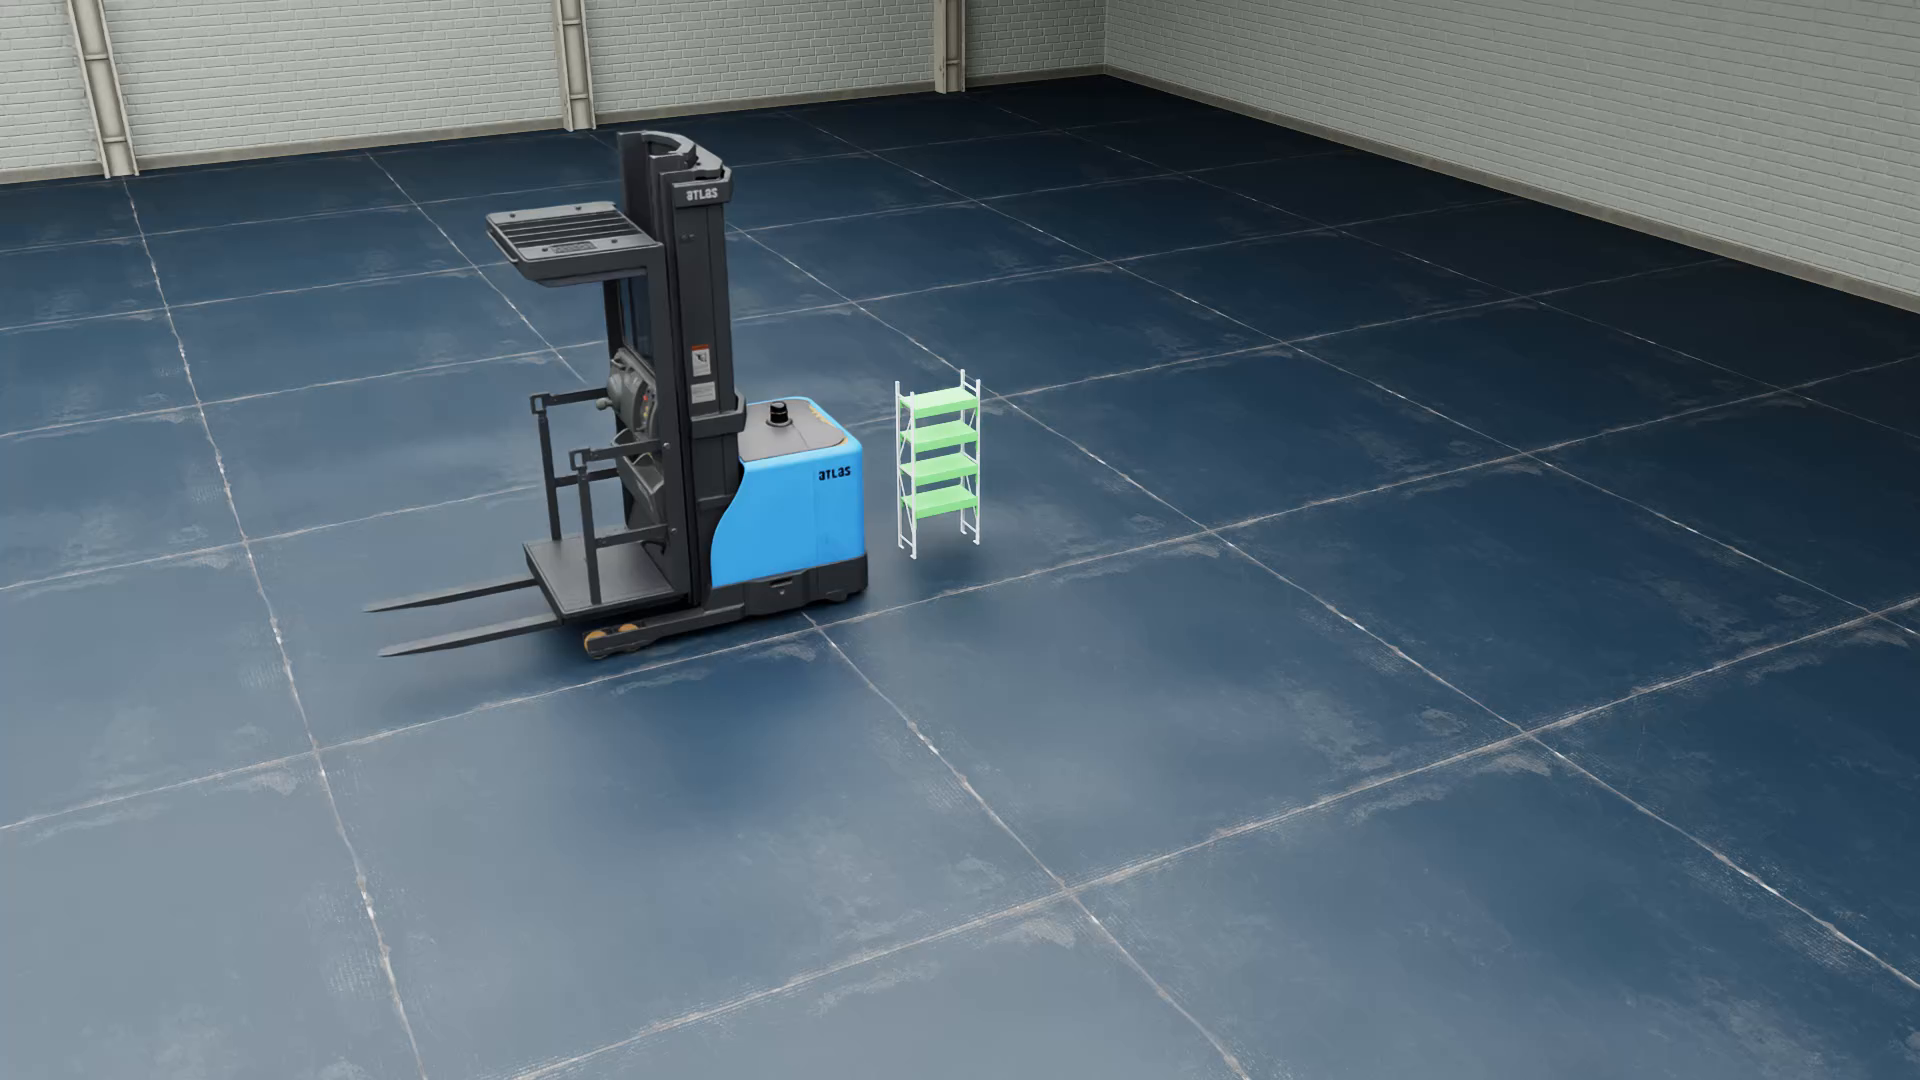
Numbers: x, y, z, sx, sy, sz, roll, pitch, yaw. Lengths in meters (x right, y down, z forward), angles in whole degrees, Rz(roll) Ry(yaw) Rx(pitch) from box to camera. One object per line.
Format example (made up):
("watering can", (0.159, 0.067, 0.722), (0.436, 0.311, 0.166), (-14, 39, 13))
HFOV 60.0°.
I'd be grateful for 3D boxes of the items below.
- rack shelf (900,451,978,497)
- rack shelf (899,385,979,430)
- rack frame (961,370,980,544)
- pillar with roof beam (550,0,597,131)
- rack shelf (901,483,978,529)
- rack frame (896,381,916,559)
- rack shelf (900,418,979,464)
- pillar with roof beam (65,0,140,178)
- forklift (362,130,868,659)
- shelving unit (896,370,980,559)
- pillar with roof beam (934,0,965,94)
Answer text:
("rack shelf", (-0.146, -0.450, 11.250), (0.480, 0.148, 0.258), (-13, 29, -25))
("rack shelf", (-0.146, -0.882, 11.042), (0.480, 0.148, 0.258), (-13, 29, -25))
("rack frame", (0.069, -0.557, 11.326), (0.015, 1.200, 0.240), (-13, 29, -25))
("pillar with roof beam", (-3.429, -8.326, 18.496), (0.400, 9.000, 9.100), (-13, 29, -25))
("rack shelf", (-0.146, -0.233, 11.354), (0.480, 0.148, 0.258), (-13, 29, -25))
("rack frame", (-0.361, -0.457, 11.119), (0.015, 1.200, 0.240), (-13, 29, -25))
("rack shelf", (-0.146, -0.666, 11.146), (0.480, 0.148, 0.258), (-13, 29, -25))
("pillar with roof beam", (-8.724, -7.104, 15.951), (0.400, 9.000, 9.100), (-13, 29, -25))
("forklift", (-2.151, -0.863, 9.964), (3.031, 2.935, 1.130), (-12, 28, -23))
("shelving unit", (-0.146, -0.507, 11.222), (0.503, 1.200, 0.258), (-13, 29, -25))
("pillar with roof beam", (1.865, -9.548, 21.042), (0.400, 9.000, 9.100), (-13, 29, -25))
